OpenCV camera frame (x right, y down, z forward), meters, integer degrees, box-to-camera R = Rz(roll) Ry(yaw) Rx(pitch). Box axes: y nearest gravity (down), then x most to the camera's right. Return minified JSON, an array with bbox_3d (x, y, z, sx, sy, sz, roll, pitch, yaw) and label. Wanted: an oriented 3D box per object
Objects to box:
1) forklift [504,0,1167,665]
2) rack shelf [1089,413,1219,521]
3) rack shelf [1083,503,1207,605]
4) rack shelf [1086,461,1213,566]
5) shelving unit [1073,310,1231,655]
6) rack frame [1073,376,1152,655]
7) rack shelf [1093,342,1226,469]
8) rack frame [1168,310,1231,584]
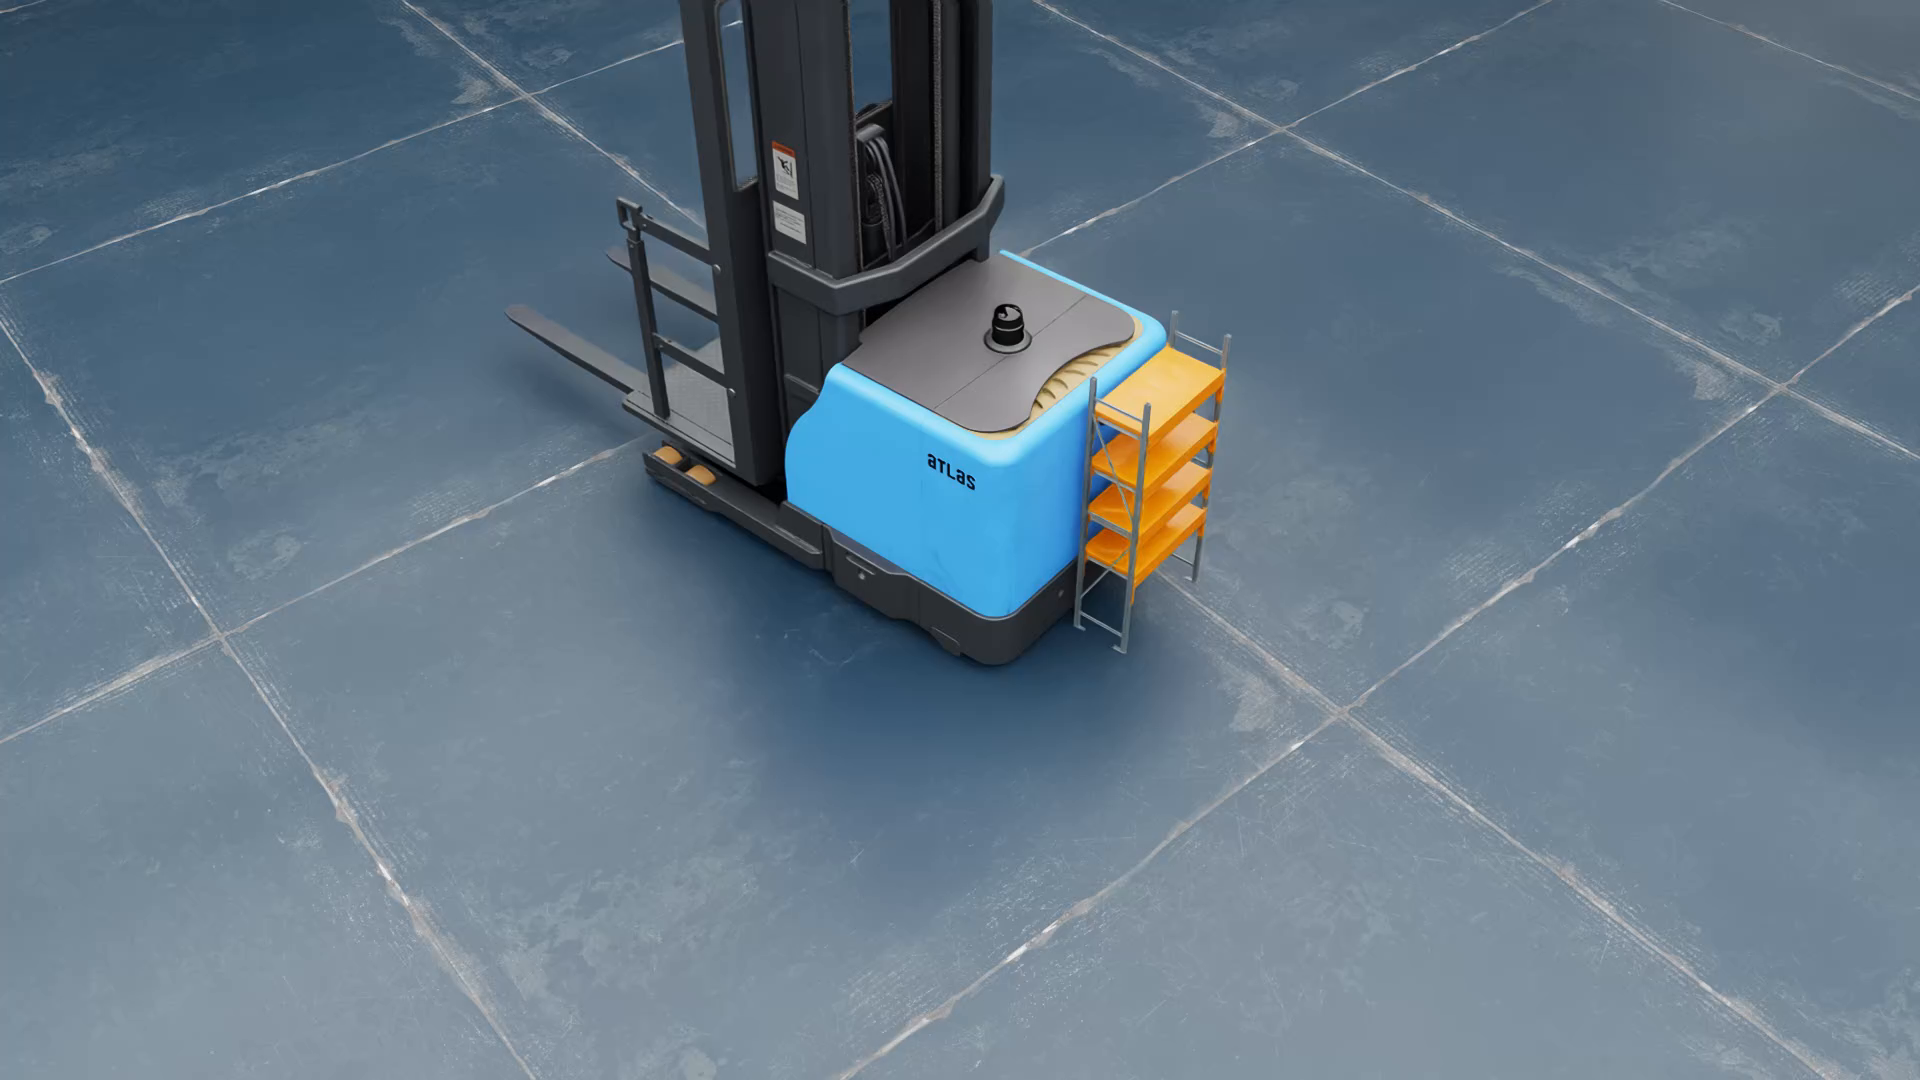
[{"bbox_3d":[-0.691,-1.460,6.164,3.031,2.935,1.130,30,51,28],"label":"forklift"},{"bbox_3d":[0.688,-0.302,5.967,0.258,0.148,0.480,29,50,27],"label":"rack shelf"},{"bbox_3d":[0.688,0.006,6.256,0.258,0.148,0.480,29,50,27],"label":"rack shelf"},{"bbox_3d":[0.688,-0.139,6.120,0.258,0.148,0.480,29,50,27],"label":"rack shelf"},{"bbox_3d":[0.688,-0.188,6.074,0.258,1.200,0.503,29,50,27],"label":"shelving unit"},{"bbox_3d":[0.533,-0.059,5.936,0.240,1.200,0.015,29,50,27],"label":"rack frame"},{"bbox_3d":[0.688,-0.475,5.805,0.258,0.148,0.480,29,50,27],"label":"rack shelf"},{"bbox_3d":[0.842,-0.318,6.212,0.240,1.200,0.015,29,50,27],"label":"rack frame"}]
